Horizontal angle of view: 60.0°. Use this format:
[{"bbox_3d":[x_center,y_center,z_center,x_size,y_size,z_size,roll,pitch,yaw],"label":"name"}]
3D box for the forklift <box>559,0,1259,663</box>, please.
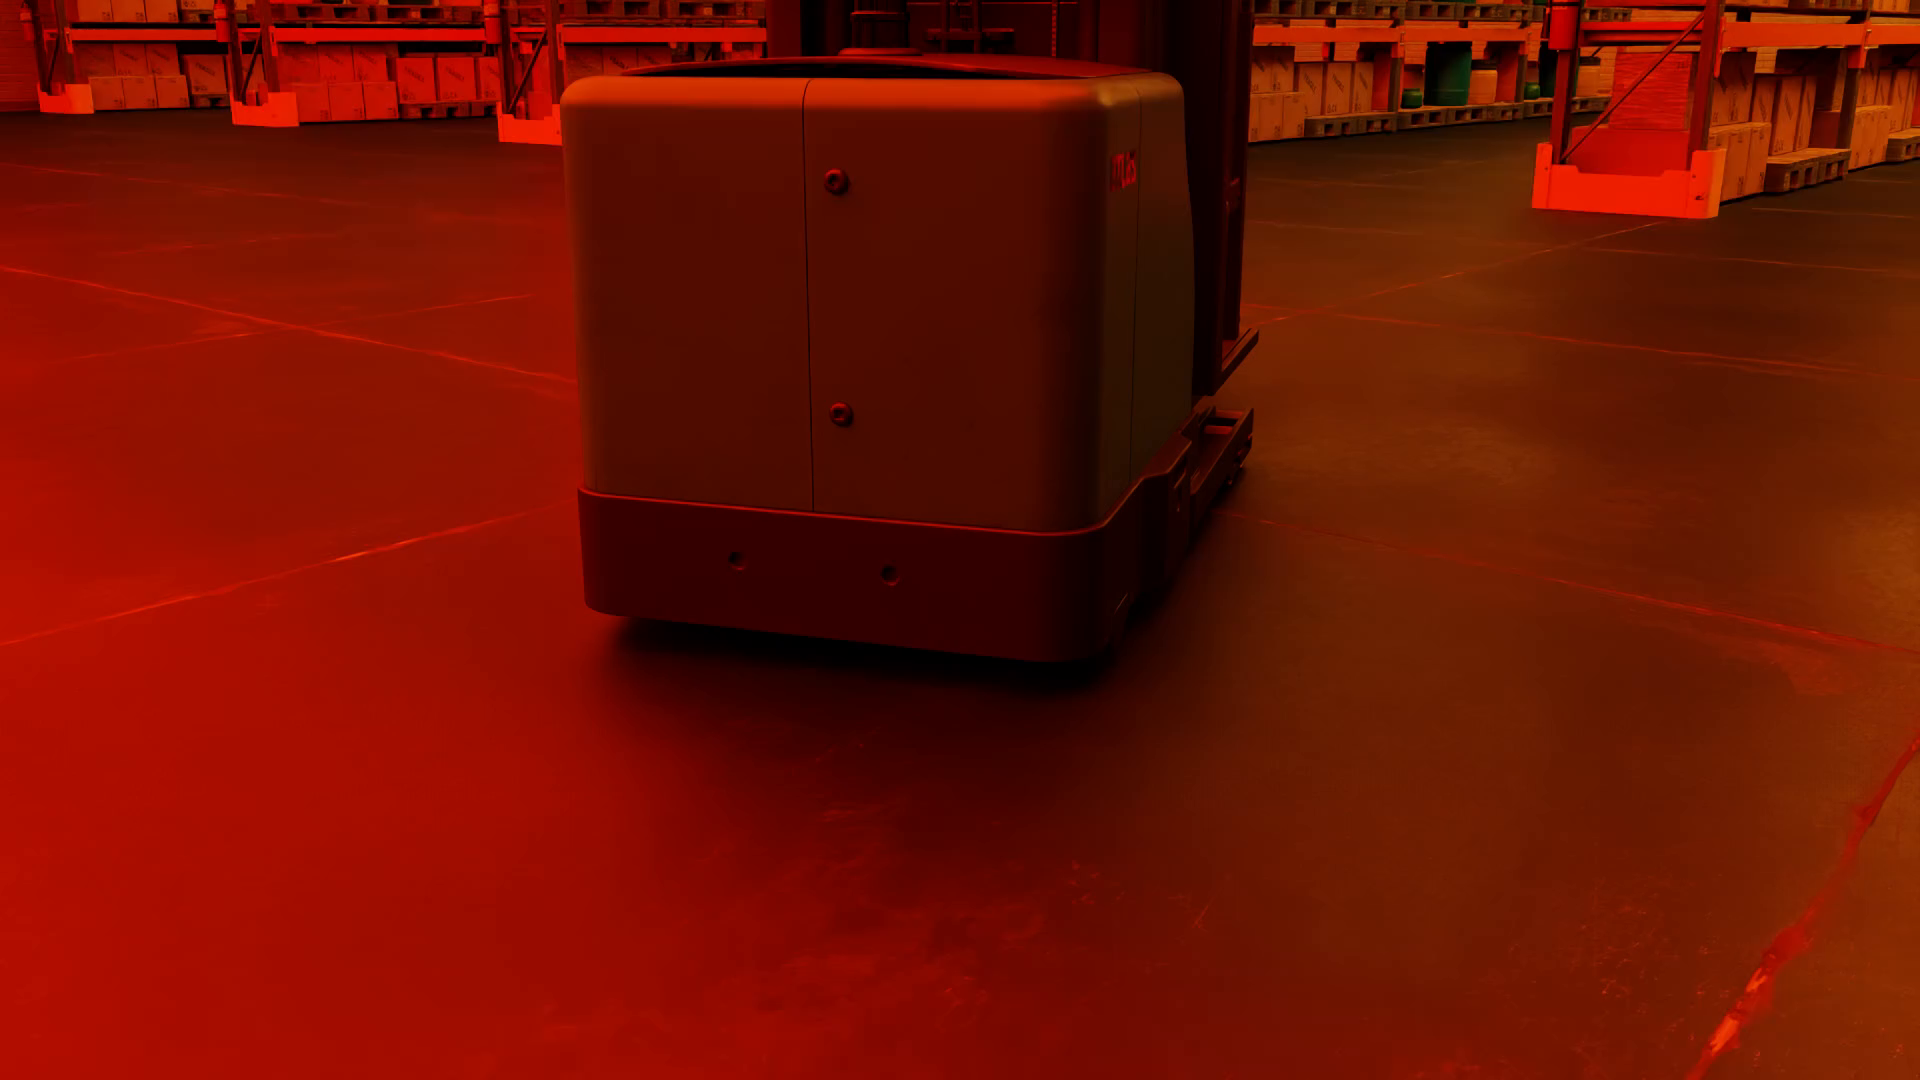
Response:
[{"bbox_3d":[0.182,-1.571,4.072,1.130,2.935,3.031,5,18,17],"label":"forklift"}]
